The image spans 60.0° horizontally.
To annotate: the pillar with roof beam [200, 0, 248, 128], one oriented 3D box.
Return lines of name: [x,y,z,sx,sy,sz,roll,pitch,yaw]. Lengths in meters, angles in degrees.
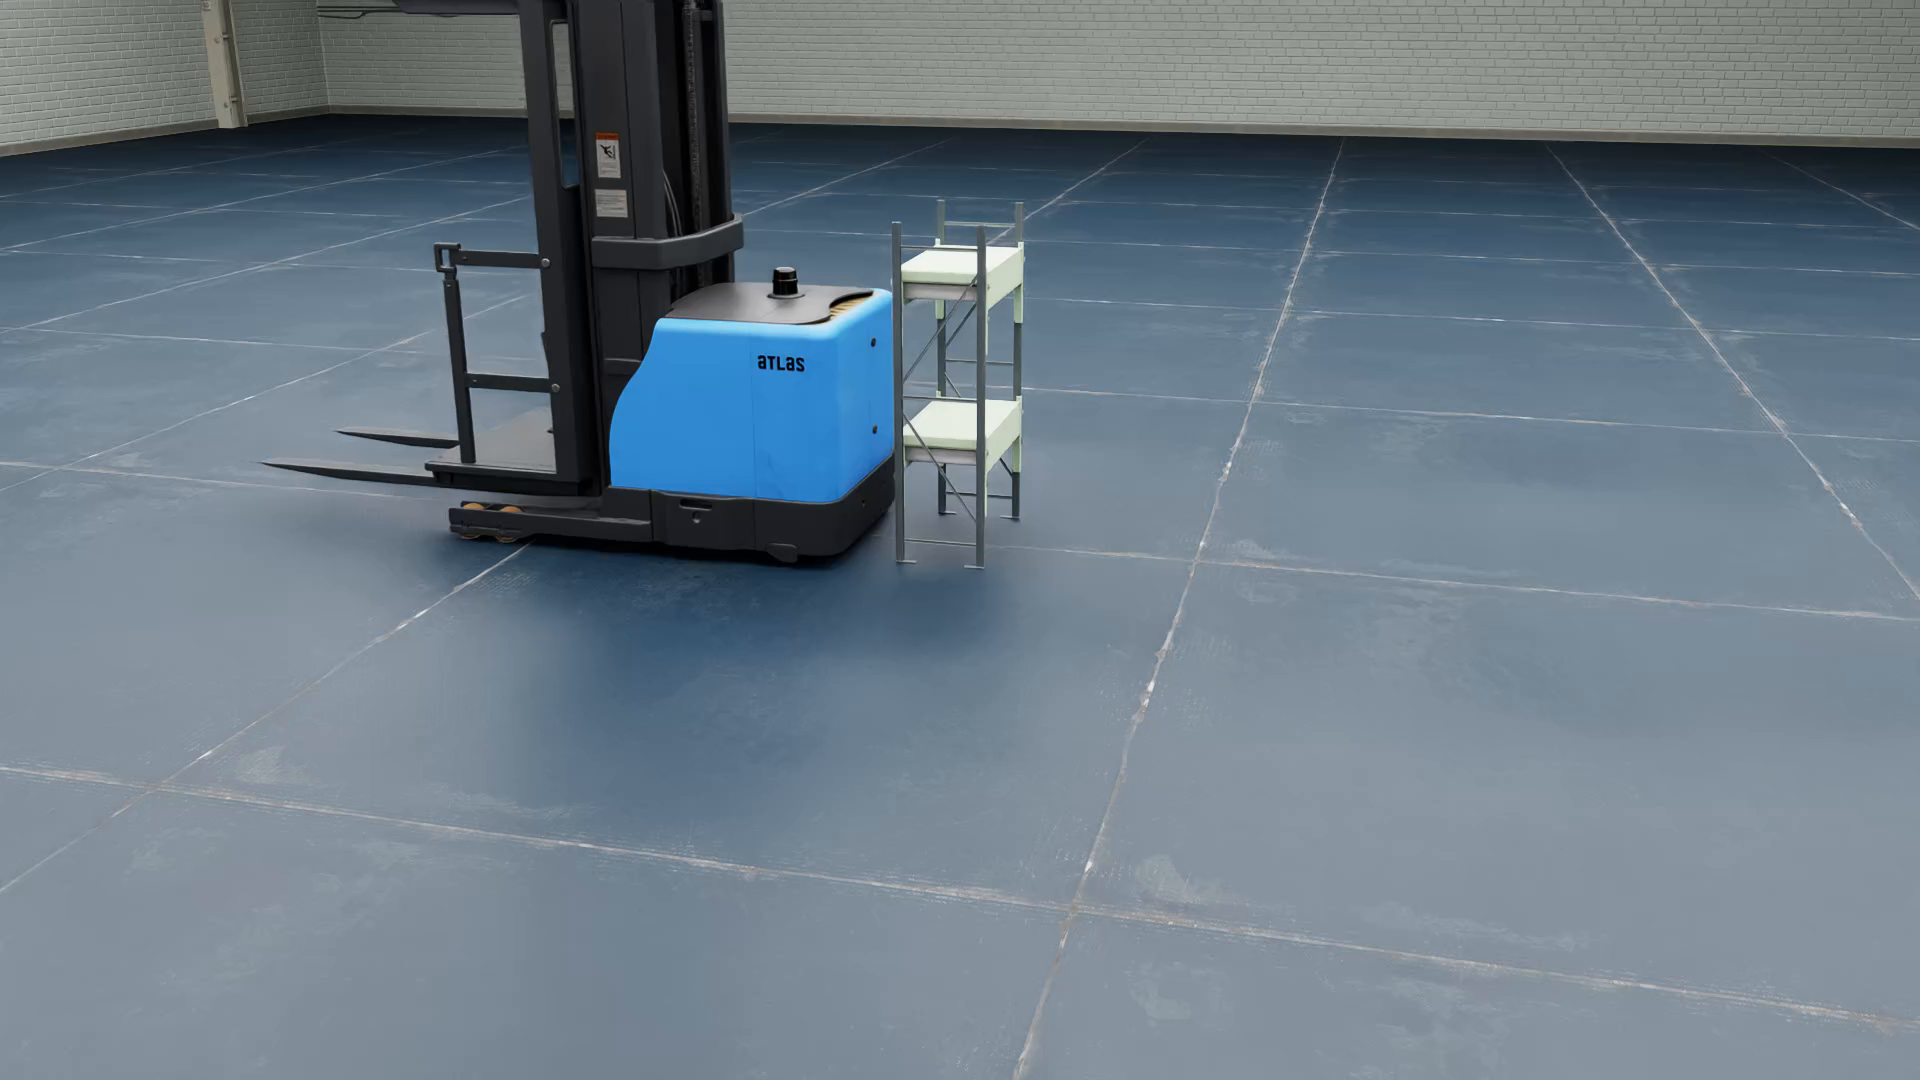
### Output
pillar with roof beam: [-8.138,-10.911,25.709,9.100,9.000,0.400,5,19,13]

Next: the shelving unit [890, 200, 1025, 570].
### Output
shelving unit: [0.002,-0.712,7.451,0.431,1.500,0.755,5,19,13]

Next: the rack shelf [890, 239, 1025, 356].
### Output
rack shelf: [0.002,-1.081,7.325,0.431,0.370,0.720,5,19,13]

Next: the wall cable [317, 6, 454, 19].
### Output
wall cable: [-10.310,-10.600,29.604,3.097,2.526,0.112,5,19,13]

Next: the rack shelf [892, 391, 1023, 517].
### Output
rack shelf: [0.002,-0.403,7.557,0.431,0.370,0.720,5,19,13]

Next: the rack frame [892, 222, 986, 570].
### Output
rack frame: [-0.088,-0.597,7.115,0.400,1.500,0.023,5,19,13]

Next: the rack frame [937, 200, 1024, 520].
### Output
rack frame: [0.091,-0.827,7.787,0.400,1.500,0.023,5,19,13]

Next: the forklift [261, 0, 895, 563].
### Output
forklift: [-1.862,-1.531,7.635,3.031,2.935,1.130,5,19,14]
